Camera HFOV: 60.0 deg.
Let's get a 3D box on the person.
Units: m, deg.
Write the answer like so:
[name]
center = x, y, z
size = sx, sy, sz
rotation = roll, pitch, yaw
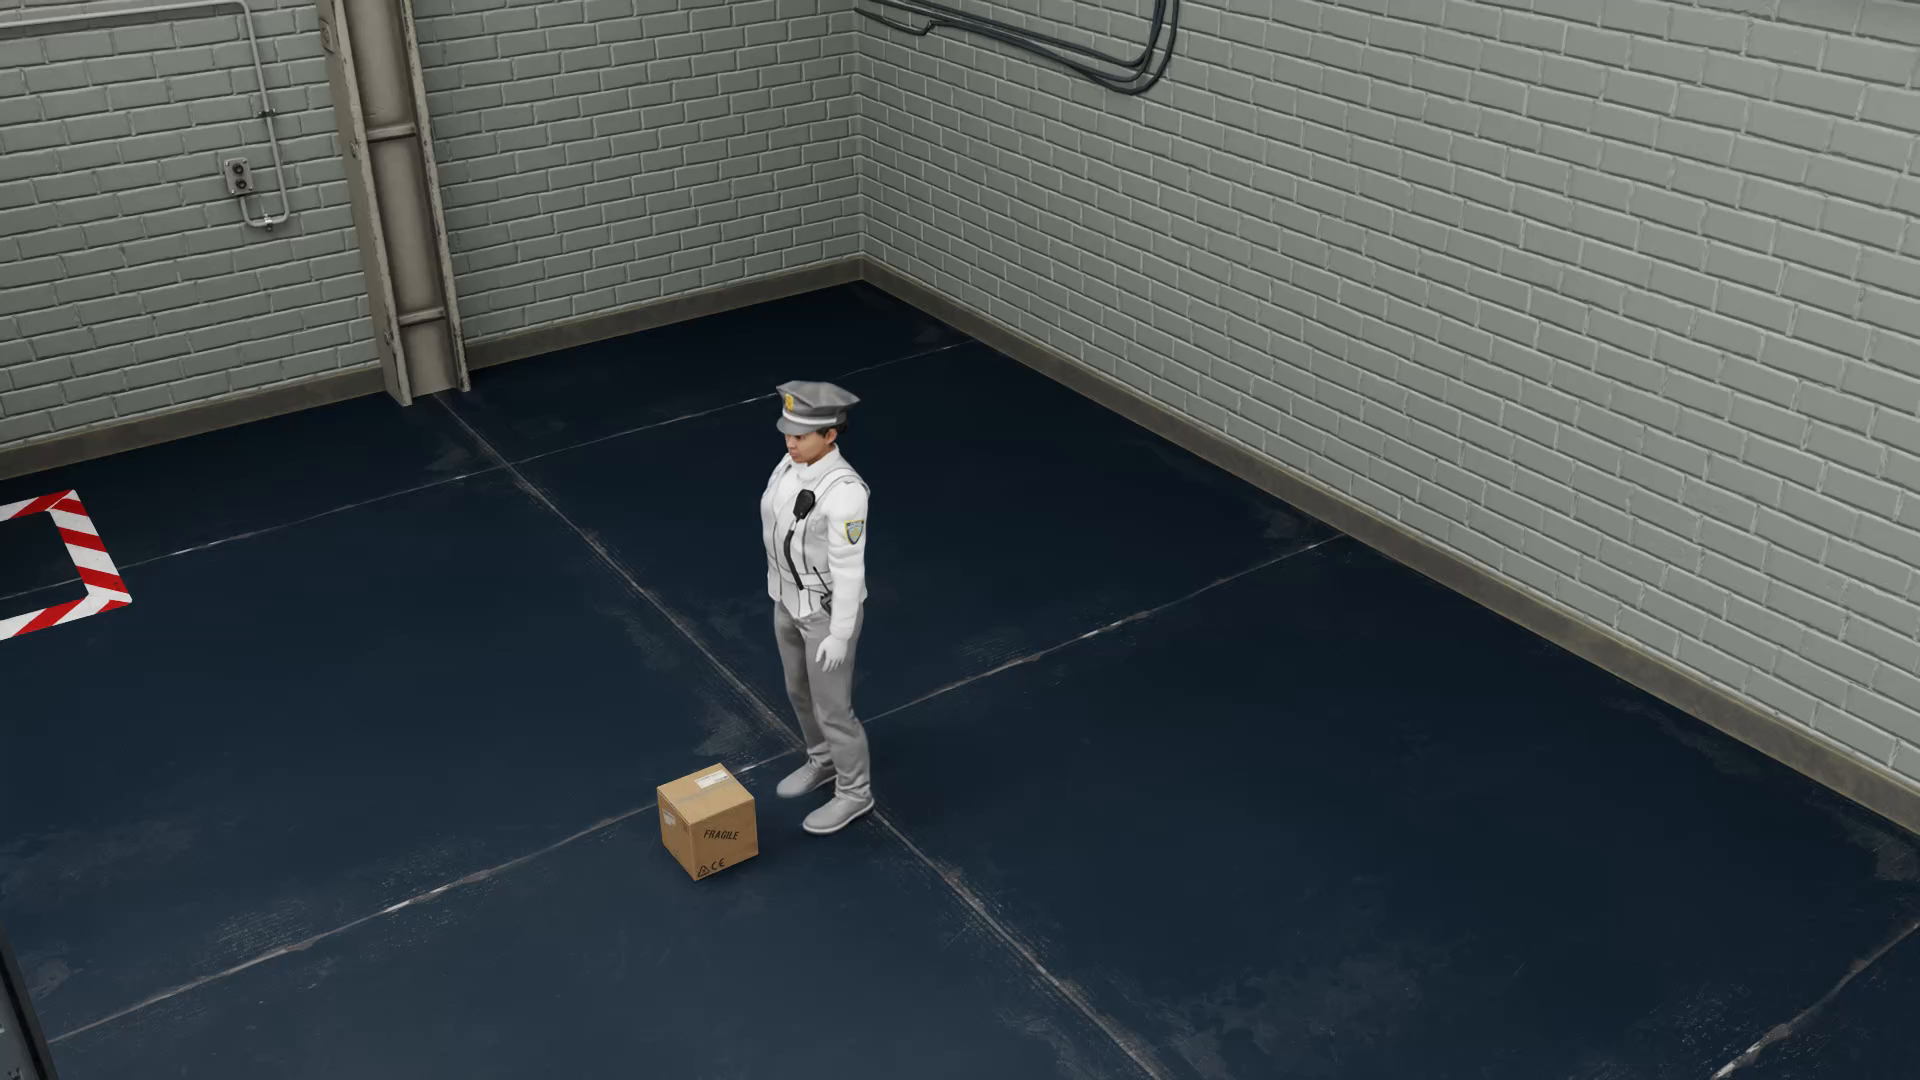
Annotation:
[person]
center = -0.491, 0.247, 5.682
size = 0.333, 1.689, 0.468
rotation = -18, 34, -29
